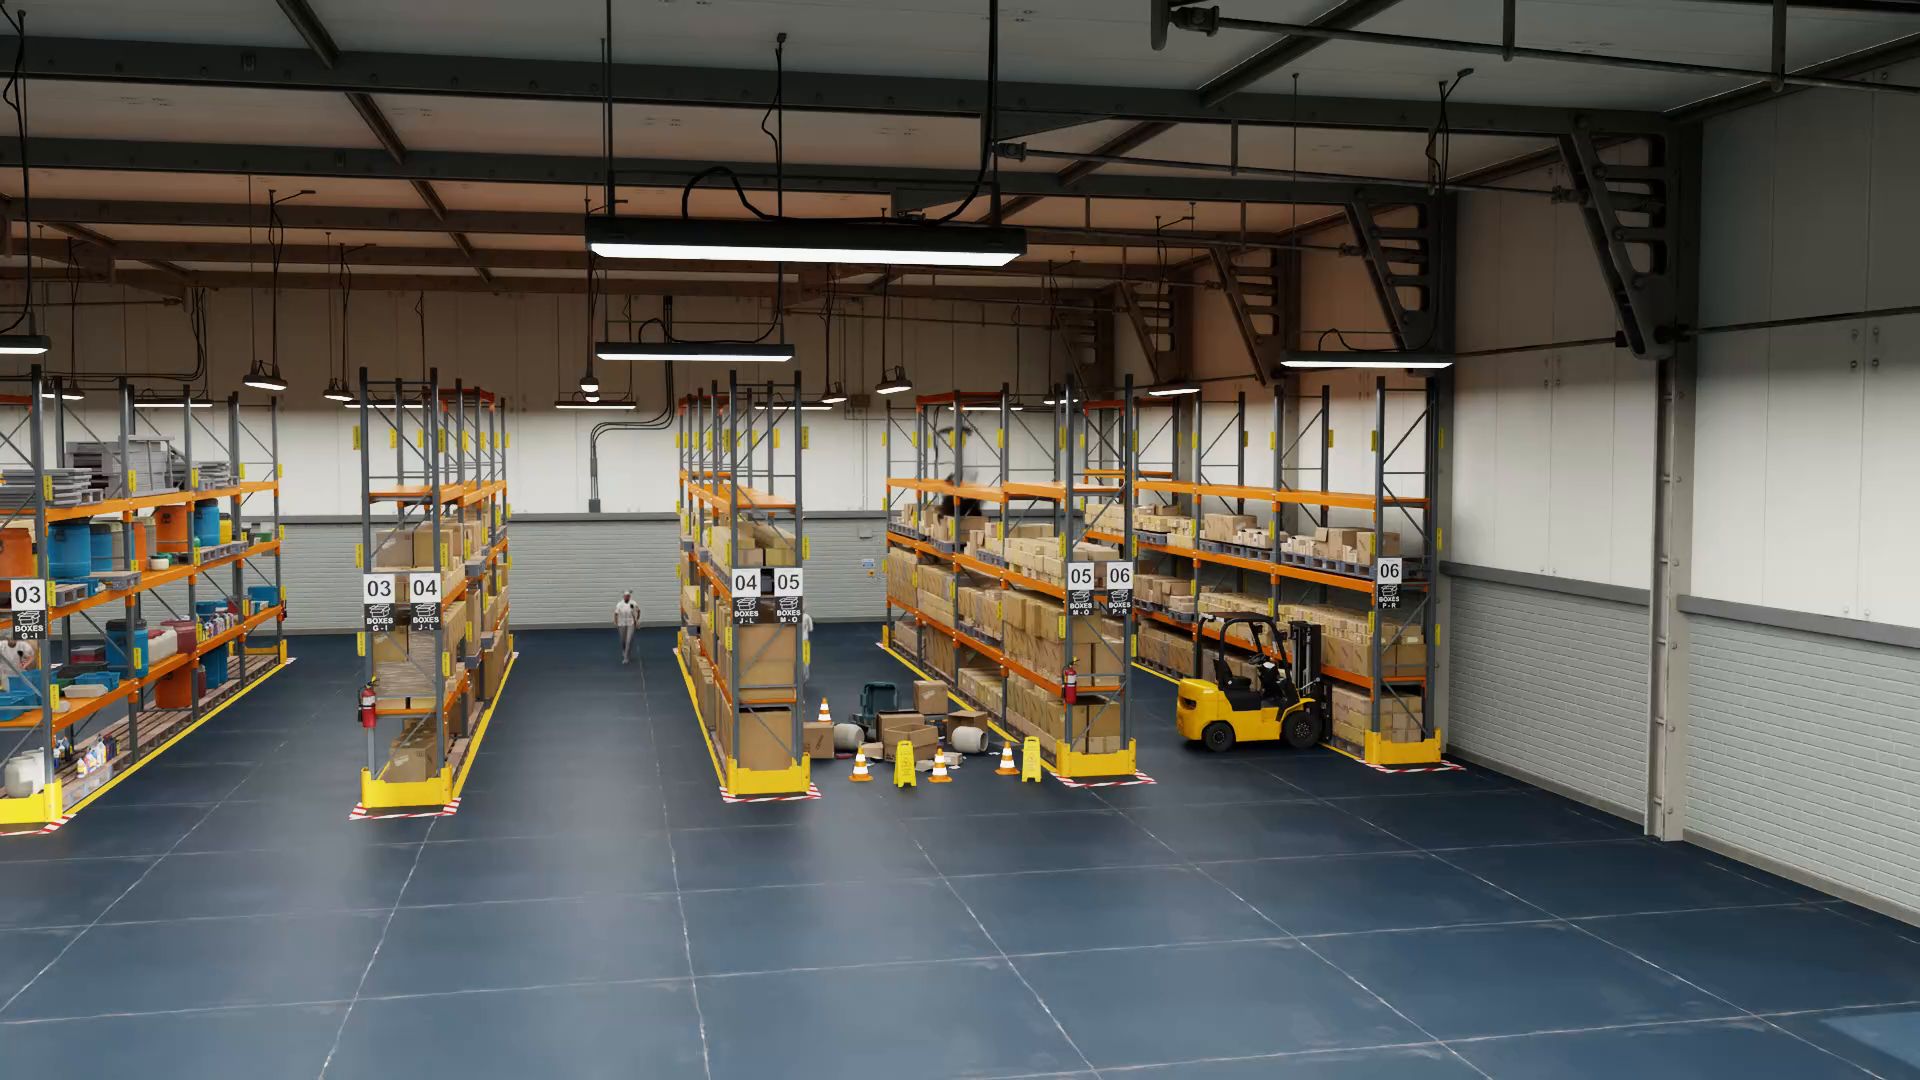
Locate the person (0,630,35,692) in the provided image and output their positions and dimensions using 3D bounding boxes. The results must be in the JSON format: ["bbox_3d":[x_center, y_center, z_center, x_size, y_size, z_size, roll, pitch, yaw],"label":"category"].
[{"bbox_3d":[-16.898,2.428,29.724,0.705,1.721,1.017,-1,4,-22],"label":"person"}]

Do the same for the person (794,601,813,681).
[{"bbox_3d":[-3.335,2.112,34.424,0.621,1.725,0.856,-1,3,-10],"label":"person"}]

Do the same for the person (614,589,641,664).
[{"bbox_3d":[-7.537,1.935,37.714,0.577,1.676,0.834,0,3,-4],"label":"person"}]
